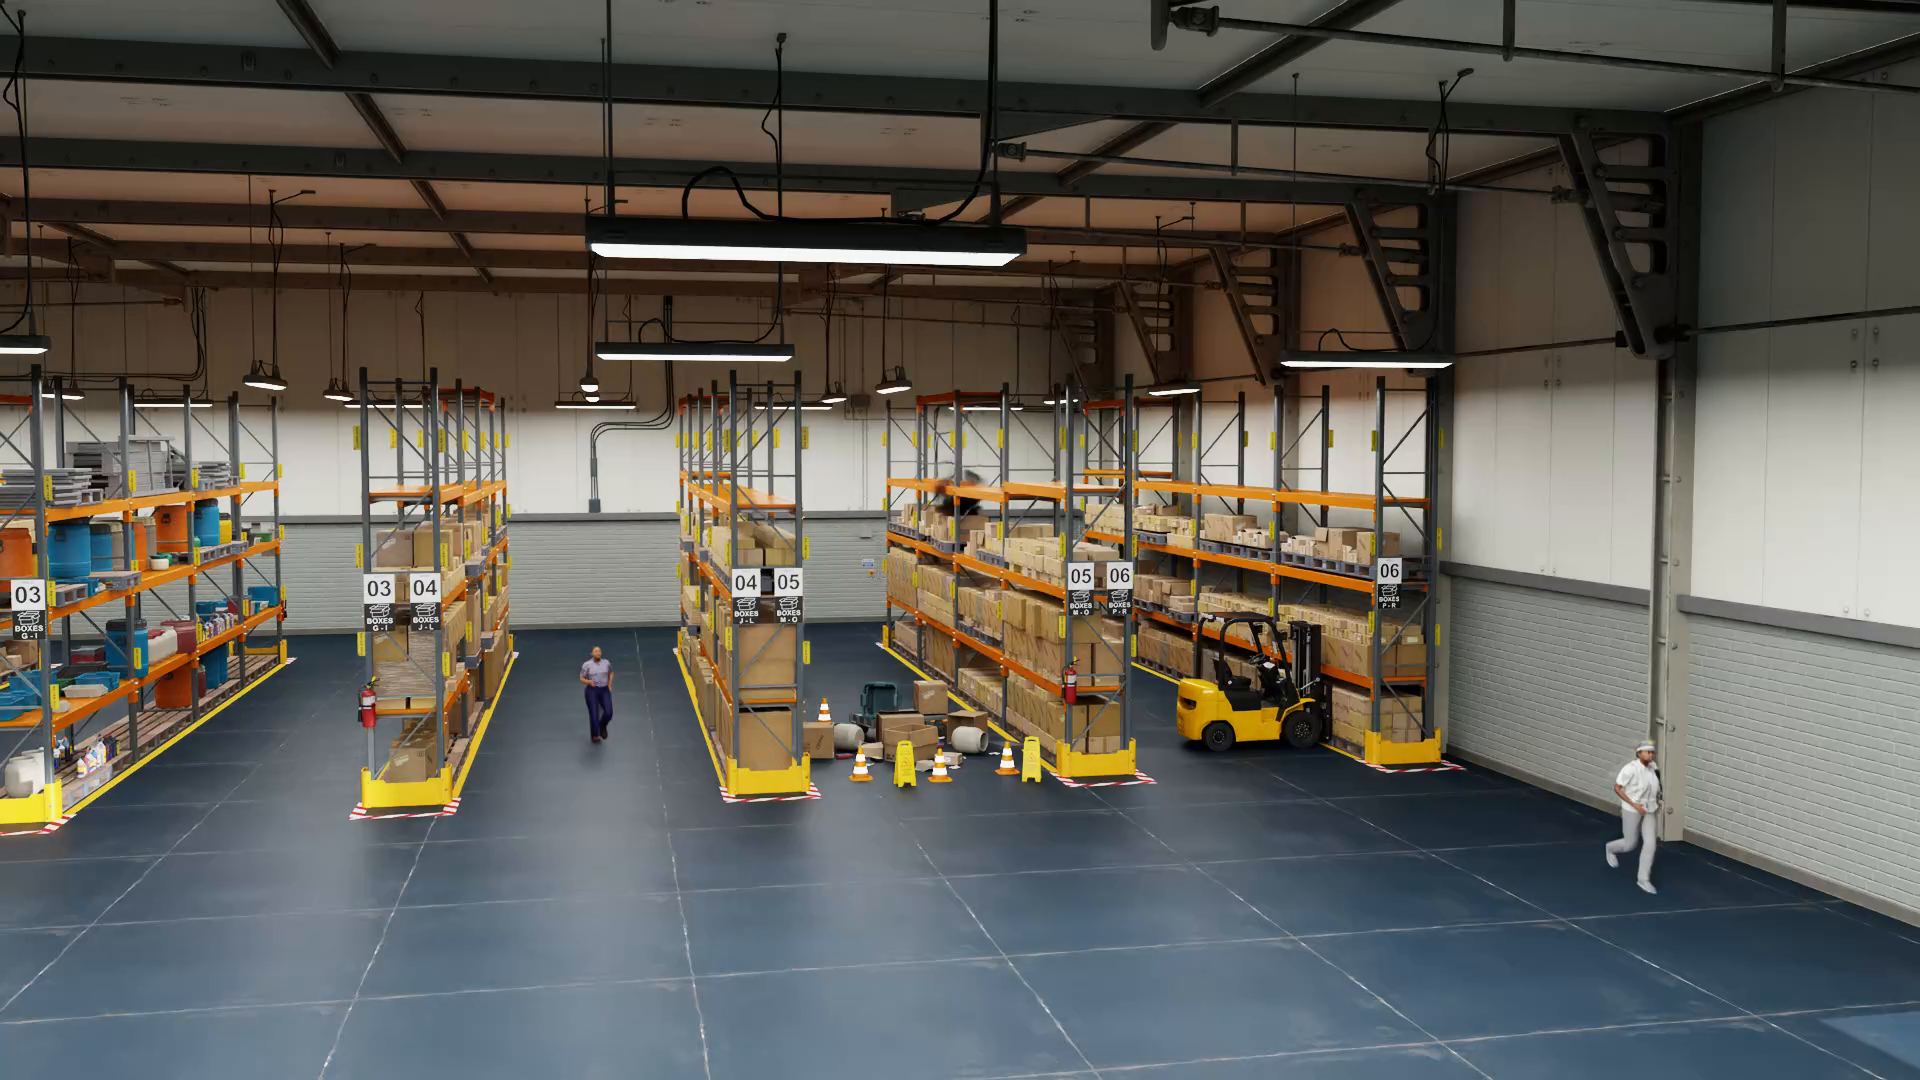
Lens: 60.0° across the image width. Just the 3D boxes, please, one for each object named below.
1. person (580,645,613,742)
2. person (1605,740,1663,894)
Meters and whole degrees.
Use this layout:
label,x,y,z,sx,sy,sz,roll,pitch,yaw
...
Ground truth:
label,x,y,z,sx,sy,sz,roll,pitch,yaw
person,-5.985,2.554,27.573,0.593,1.603,0.545,-2,4,-26
person,7.646,3.062,18.775,0.599,1.686,0.840,-1,4,-17
